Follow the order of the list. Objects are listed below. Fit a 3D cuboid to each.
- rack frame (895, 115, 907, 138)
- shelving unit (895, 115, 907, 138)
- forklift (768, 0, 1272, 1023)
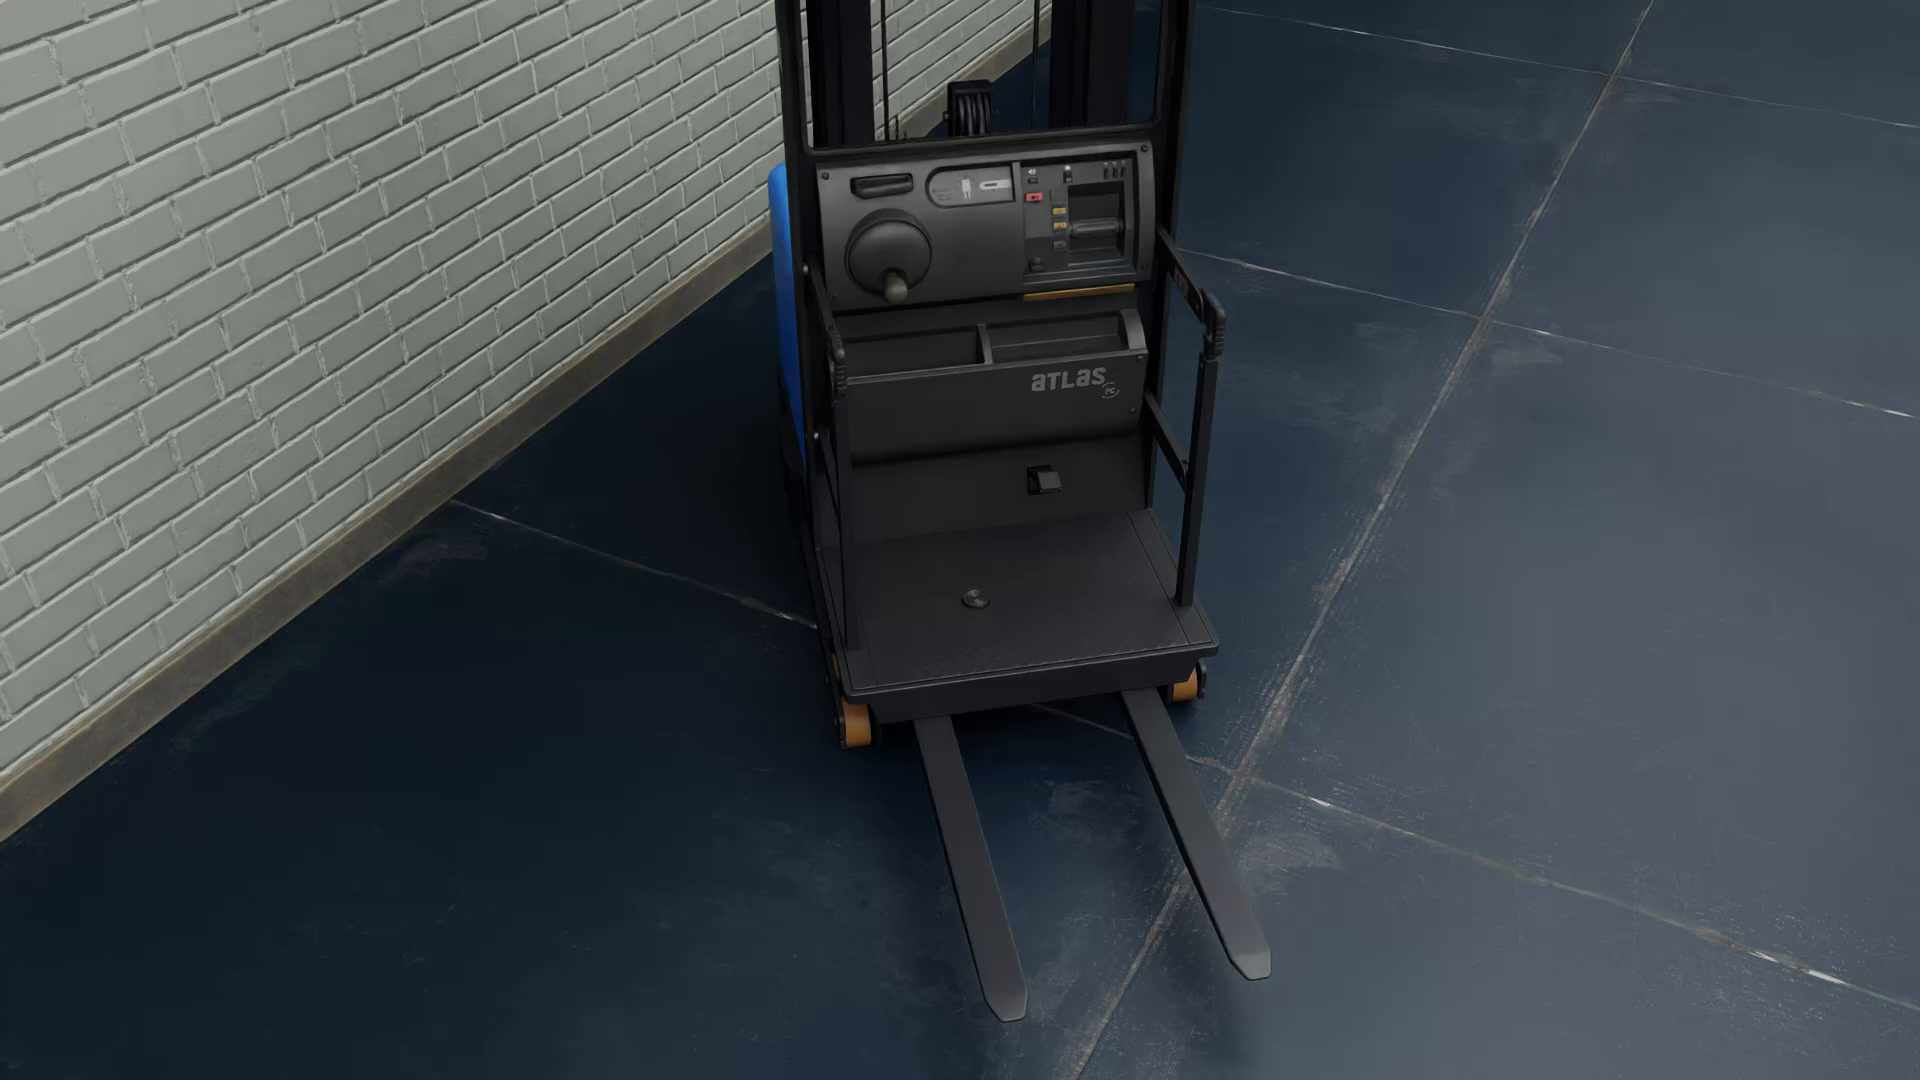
[{"bbox_3d":[-0.203,-1.053,6.255,0.008,1.050,0.200,-7,33,-10],"label":"rack frame"},{"bbox_3d":[-0.322,-1.037,6.235,0.252,1.050,0.215,-7,33,-10],"label":"shelving unit"},{"bbox_3d":[0.123,-0.798,4.377,1.130,2.935,3.031,-7,38,-9],"label":"forklift"}]
